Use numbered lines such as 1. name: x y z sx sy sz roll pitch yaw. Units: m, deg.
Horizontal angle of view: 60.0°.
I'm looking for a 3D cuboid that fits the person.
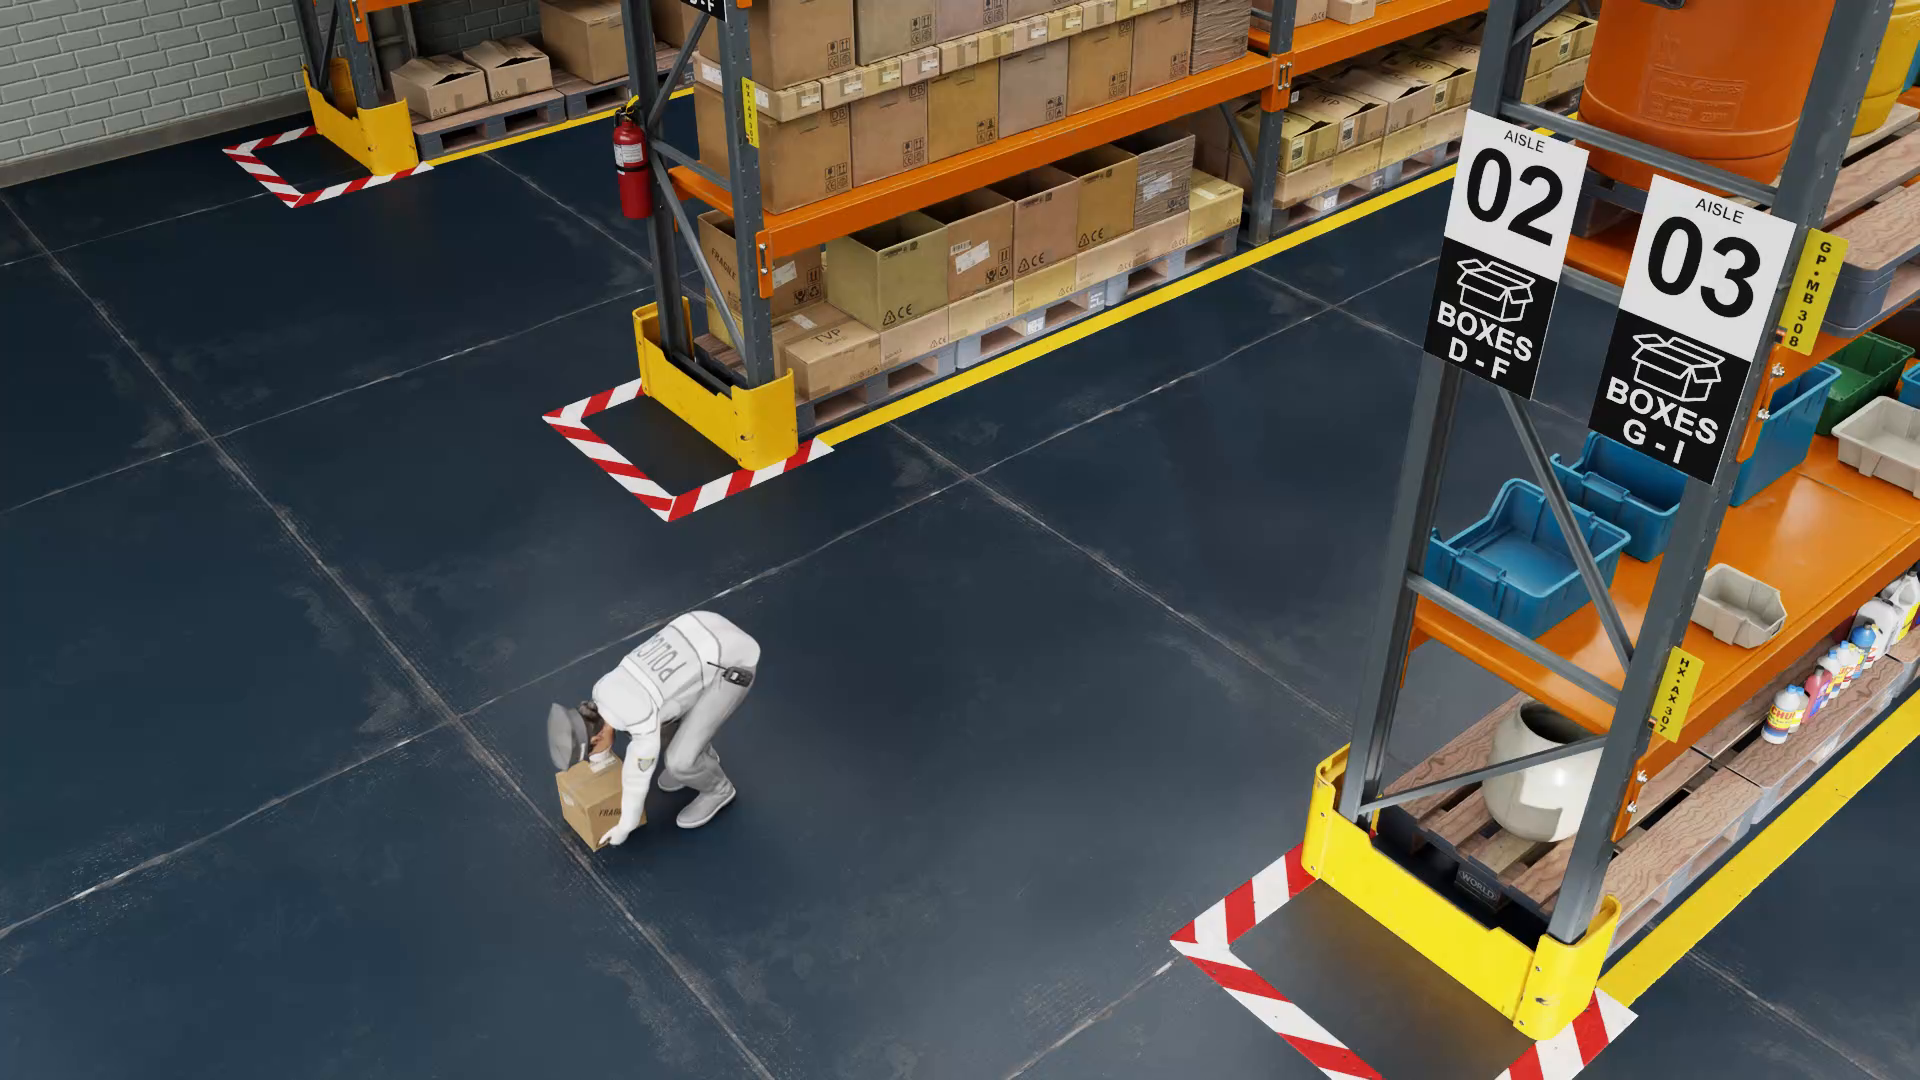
1. person: -1.222 0.774 6.726 0.888 0.841 0.523 -28 45 -33
